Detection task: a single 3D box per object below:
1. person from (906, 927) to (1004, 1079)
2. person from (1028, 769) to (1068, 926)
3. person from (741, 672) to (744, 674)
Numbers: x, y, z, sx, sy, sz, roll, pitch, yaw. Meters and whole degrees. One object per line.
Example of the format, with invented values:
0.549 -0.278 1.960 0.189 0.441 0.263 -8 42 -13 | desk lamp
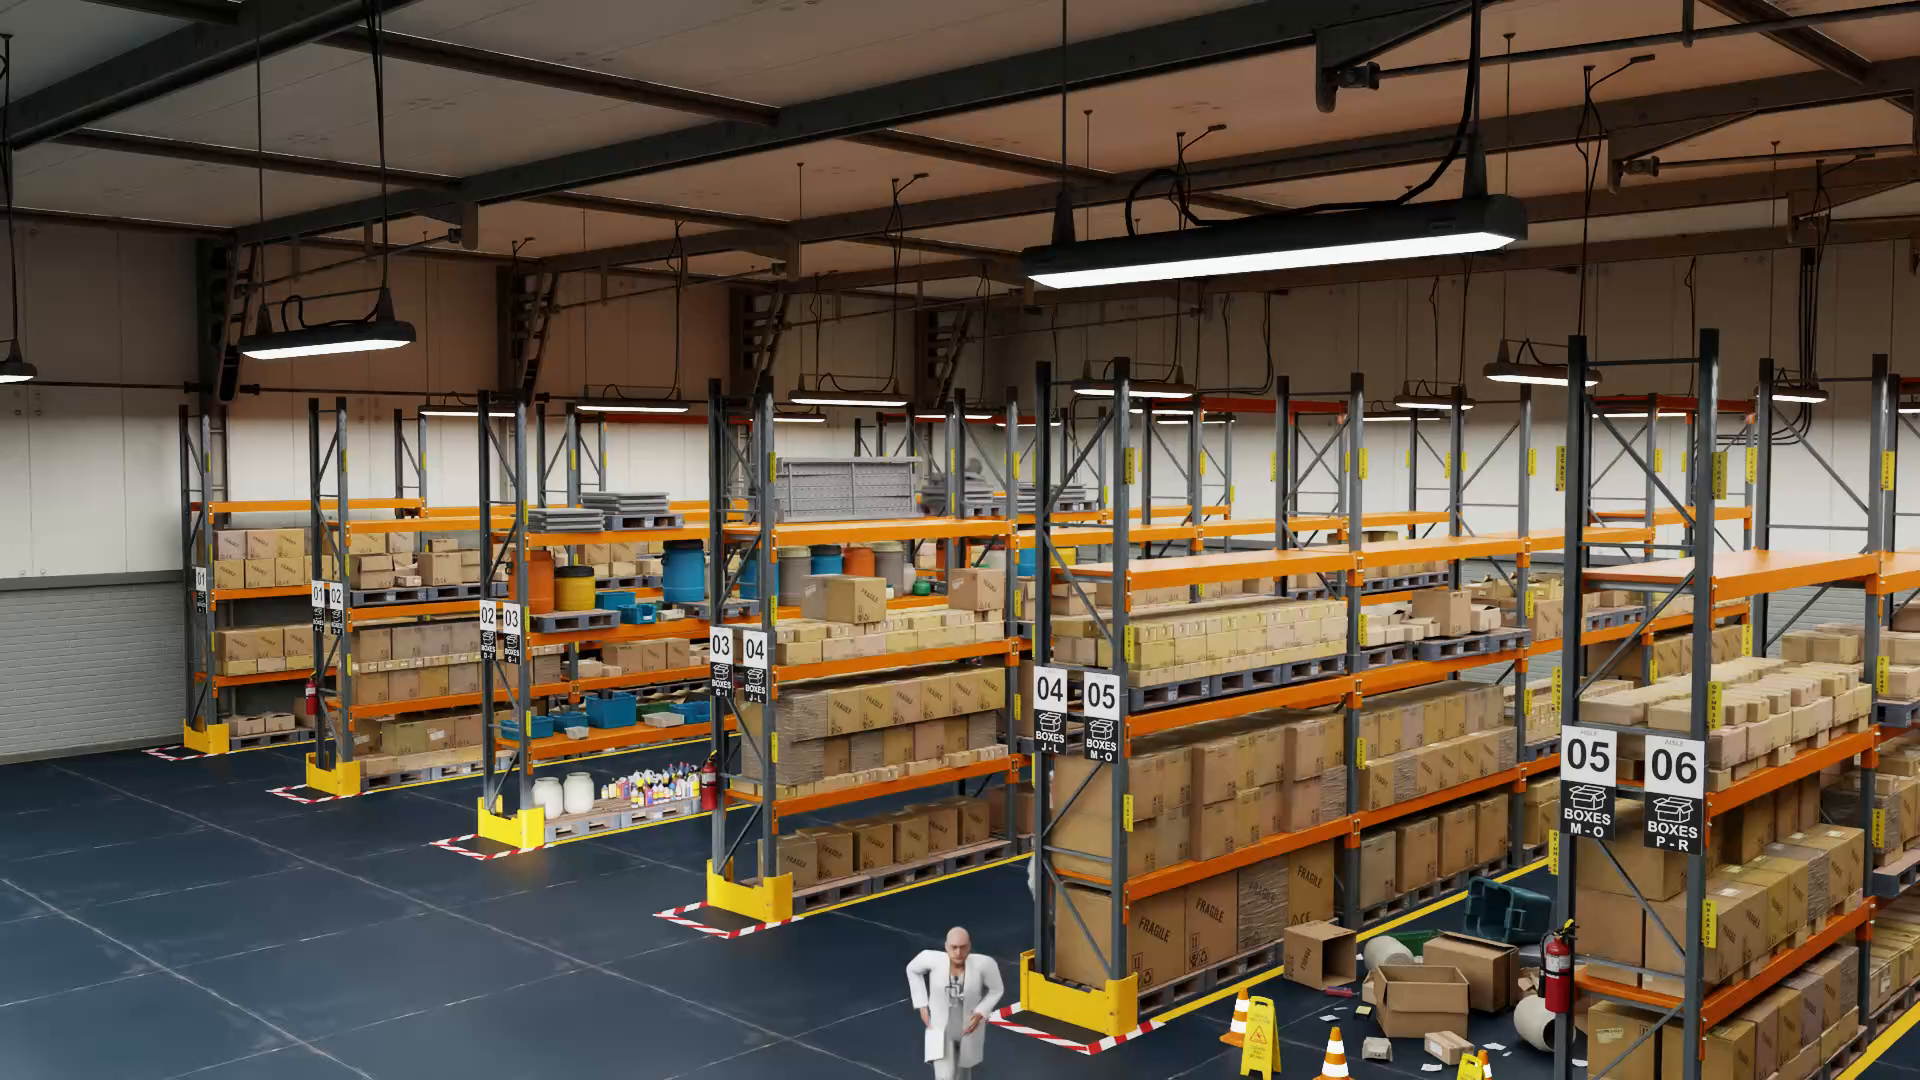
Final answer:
-0.034 3.726 12.376 0.725 1.688 1.048 0 3 1 | person
0.999 3.340 17.800 0.632 1.806 0.724 2 3 30 | person
-4.236 2.565 33.697 0.760 1.663 0.586 -3 4 -43 | person
